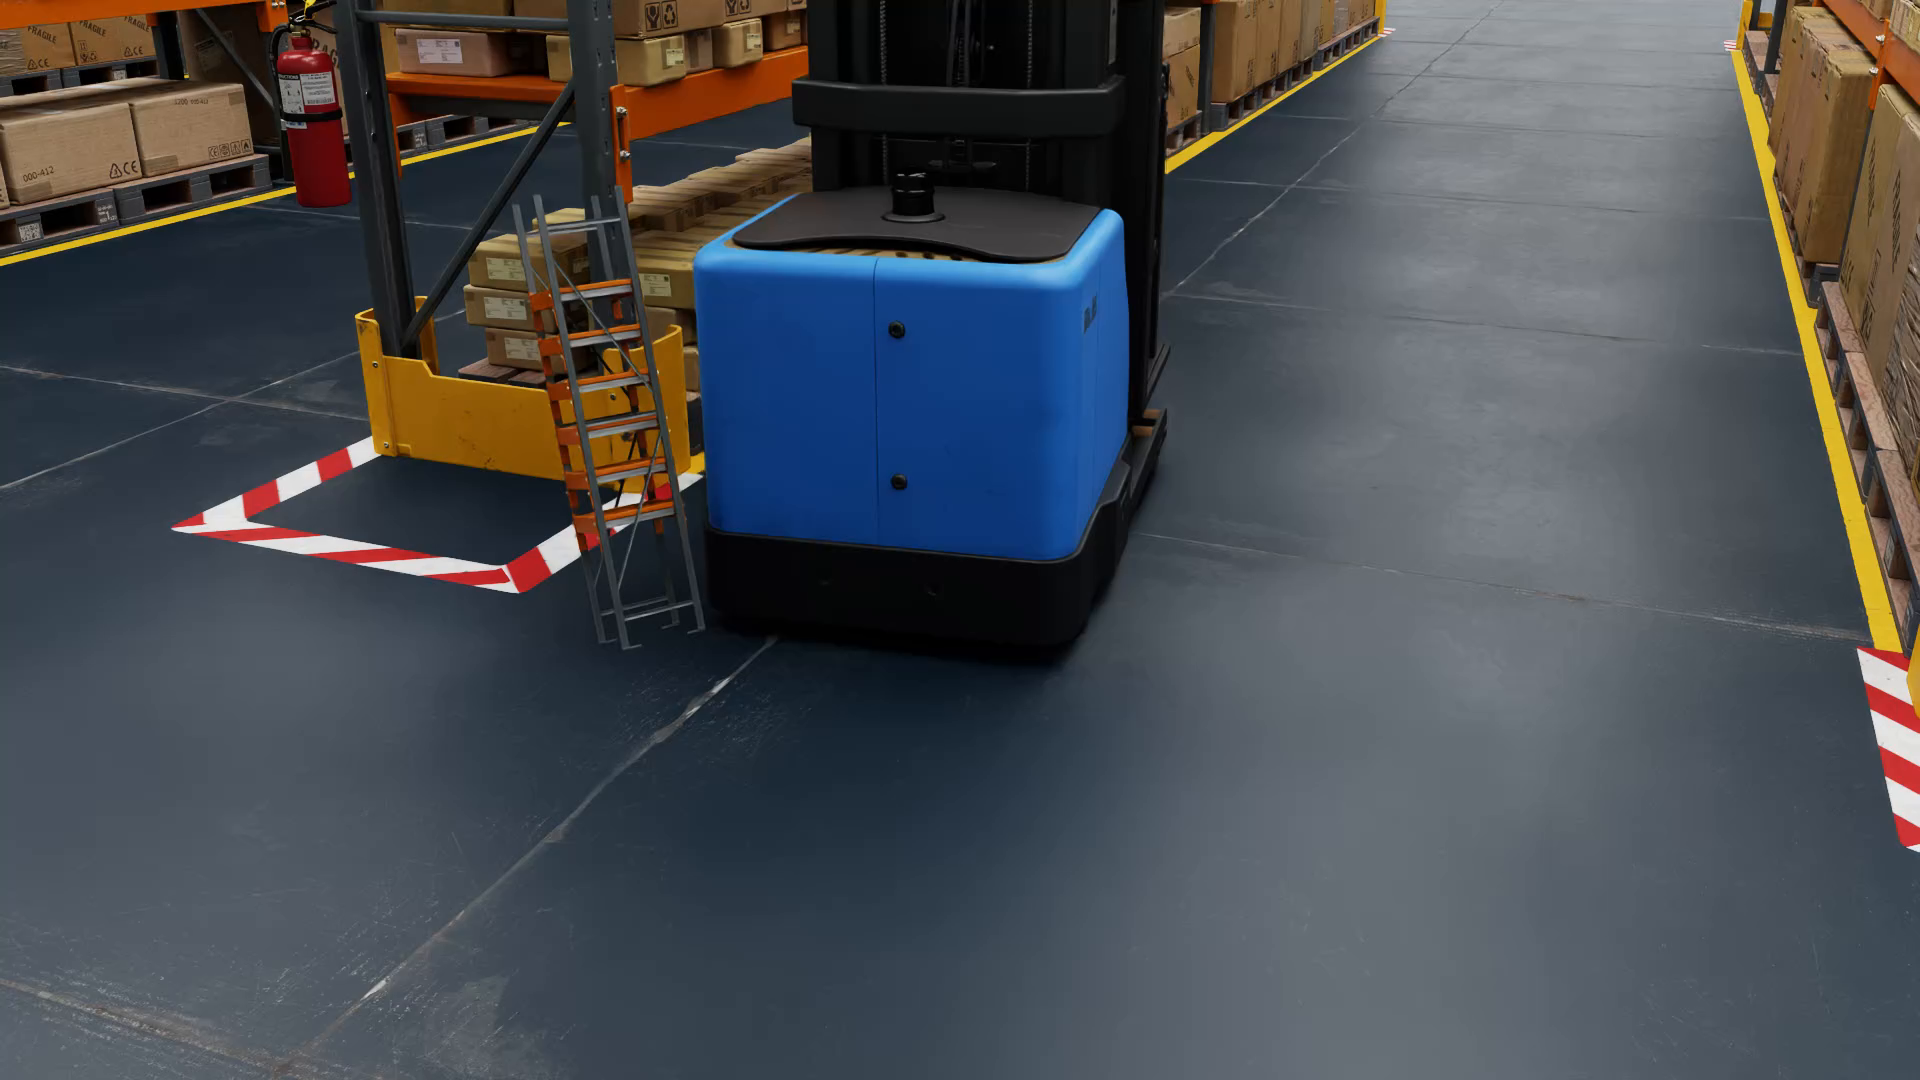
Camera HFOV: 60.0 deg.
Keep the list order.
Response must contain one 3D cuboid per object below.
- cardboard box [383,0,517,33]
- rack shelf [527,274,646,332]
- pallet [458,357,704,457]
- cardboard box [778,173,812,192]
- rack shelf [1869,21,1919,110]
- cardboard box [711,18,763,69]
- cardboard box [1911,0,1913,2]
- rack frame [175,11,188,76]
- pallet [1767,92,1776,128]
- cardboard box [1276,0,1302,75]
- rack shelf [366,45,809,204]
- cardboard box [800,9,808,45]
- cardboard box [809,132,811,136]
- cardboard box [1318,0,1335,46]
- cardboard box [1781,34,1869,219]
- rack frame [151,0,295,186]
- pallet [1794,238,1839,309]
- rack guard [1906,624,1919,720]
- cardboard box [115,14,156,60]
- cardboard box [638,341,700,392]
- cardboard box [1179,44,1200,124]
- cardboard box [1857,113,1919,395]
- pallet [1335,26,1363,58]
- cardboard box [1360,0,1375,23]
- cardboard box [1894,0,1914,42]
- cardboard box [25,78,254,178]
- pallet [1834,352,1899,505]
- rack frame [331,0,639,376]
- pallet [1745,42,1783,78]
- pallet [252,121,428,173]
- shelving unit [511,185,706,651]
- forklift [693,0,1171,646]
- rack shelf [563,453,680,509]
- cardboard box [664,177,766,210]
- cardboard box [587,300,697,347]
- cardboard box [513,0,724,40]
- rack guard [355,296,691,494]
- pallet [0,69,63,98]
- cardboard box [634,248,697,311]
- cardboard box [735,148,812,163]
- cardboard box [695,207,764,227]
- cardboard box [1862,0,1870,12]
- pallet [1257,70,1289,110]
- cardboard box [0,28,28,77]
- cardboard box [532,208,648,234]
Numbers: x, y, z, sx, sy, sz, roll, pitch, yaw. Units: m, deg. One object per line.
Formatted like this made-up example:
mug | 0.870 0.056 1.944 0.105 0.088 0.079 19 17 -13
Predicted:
cardboard box | -1.637 -2.032 5.708 0.500 0.500 0.500 9 24 21
rack shelf | -0.989 -0.628 4.410 0.258 0.103 0.180 -14 9 -30
pallet | -1.202 -0.677 6.598 1.003 0.211 1.213 9 24 20
cardboard box | -0.580 -1.520 7.380 0.380 0.149 0.250 9 24 20
rack shelf | 3.745 -1.289 5.377 1.077 0.370 4.000 9 24 20
cardboard box | -0.935 -1.790 5.969 0.380 0.149 0.250 8 24 19
cardboard box | 4.070 -2.274 6.610 0.500 0.250 0.500 8 24 19
rack frame | -7.837 -5.896 15.473 1.000 3.000 0.127 9 24 20
pallet | 6.720 -3.195 12.626 1.003 0.211 1.213 9 24 20
cardboard box | 2.383 -4.521 14.557 1.050 0.750 0.750 9 24 20
rack shelf | -0.822 -2.035 7.163 1.077 0.370 4.000 9 24 20
cardboard box | -0.724 -2.080 6.664 0.380 0.149 0.250 8 24 19
cardboard box | -0.557 -2.052 8.652 0.380 0.149 0.250 10 25 23
cardboard box | 3.191 -5.374 16.435 0.875 0.875 0.875 9 24 21
cardboard box | 5.038 -2.101 8.601 1.225 0.875 0.875 8 24 18
rack frame | -4.713 -3.755 10.348 1.000 3.000 0.127 9 24 20
pallet | 4.705 -1.336 8.176 1.003 0.211 1.213 9 24 20
rack guard | 2.993 0.257 3.986 1.175 0.500 0.348 9 24 20
cardboard box | -7.794 -4.754 15.438 0.500 0.500 0.500 10 24 22
cardboard box | -1.073 -0.671 6.119 0.380 0.149 0.250 9 24 21
cardboard box | 1.405 -3.281 11.912 0.500 0.500 0.500 9 24 20
cardboard box | 3.834 -1.003 5.971 0.875 0.875 0.875 9 24 20
pallet | 3.699 -5.358 17.803 1.003 0.211 1.213 9 24 20
cardboard box | 4.187 -6.338 18.744 0.875 0.875 0.875 9 24 20
cardboard box | 3.972 -2.068 6.635 0.380 0.149 0.250 8 24 18
cardboard box | -5.046 -2.557 10.260 0.875 0.438 0.875 8 24 19
pallet | 3.681 -0.351 5.815 1.003 0.211 1.213 9 24 20
rack frame | -1.565 -1.651 5.311 1.000 3.000 0.127 9 24 20
pallet | 8.128 -4.596 15.979 1.003 0.211 1.213 9 24 20
pallet | -4.496 -2.755 11.572 1.003 0.211 1.213 9 24 20
shelving unit | -0.938 -0.320 4.454 0.258 1.200 0.189 -14 9 -30
forklift | 0.130 -1.612 5.306 1.130 2.935 3.031 5 23 12
rack shelf | -0.911 -0.160 4.477 0.258 0.103 0.180 -14 9 -30
cardboard box | -1.075 -1.488 7.304 0.380 0.149 0.250 8 24 18
cardboard box | -1.132 -0.817 6.083 0.380 0.149 0.250 10 25 22
cardboard box | -1.142 -1.956 5.524 0.500 0.500 0.500 10 25 23
rack guard | -1.537 -0.525 5.858 1.175 0.500 0.348 9 24 20
pallet | -8.604 -3.912 14.342 1.003 0.211 1.213 9 24 20
cardboard box | -1.055 -0.943 5.997 0.380 0.149 0.250 8 24 18
cardboard box | -0.851 -1.778 7.997 0.380 0.149 0.250 9 24 21
cardboard box | -0.837 -1.231 6.688 0.380 0.149 0.250 8 24 17
cardboard box | 4.598 -2.765 7.848 0.500 0.500 0.500 10 25 22
pallet | 2.224 -3.934 14.393 1.003 0.211 1.213 9 24 20
cardboard box | -8.358 -4.200 14.112 0.500 0.500 0.500 8 24 18
cardboard box | -1.479 -1.222 6.666 0.380 0.149 0.250 8 24 19
